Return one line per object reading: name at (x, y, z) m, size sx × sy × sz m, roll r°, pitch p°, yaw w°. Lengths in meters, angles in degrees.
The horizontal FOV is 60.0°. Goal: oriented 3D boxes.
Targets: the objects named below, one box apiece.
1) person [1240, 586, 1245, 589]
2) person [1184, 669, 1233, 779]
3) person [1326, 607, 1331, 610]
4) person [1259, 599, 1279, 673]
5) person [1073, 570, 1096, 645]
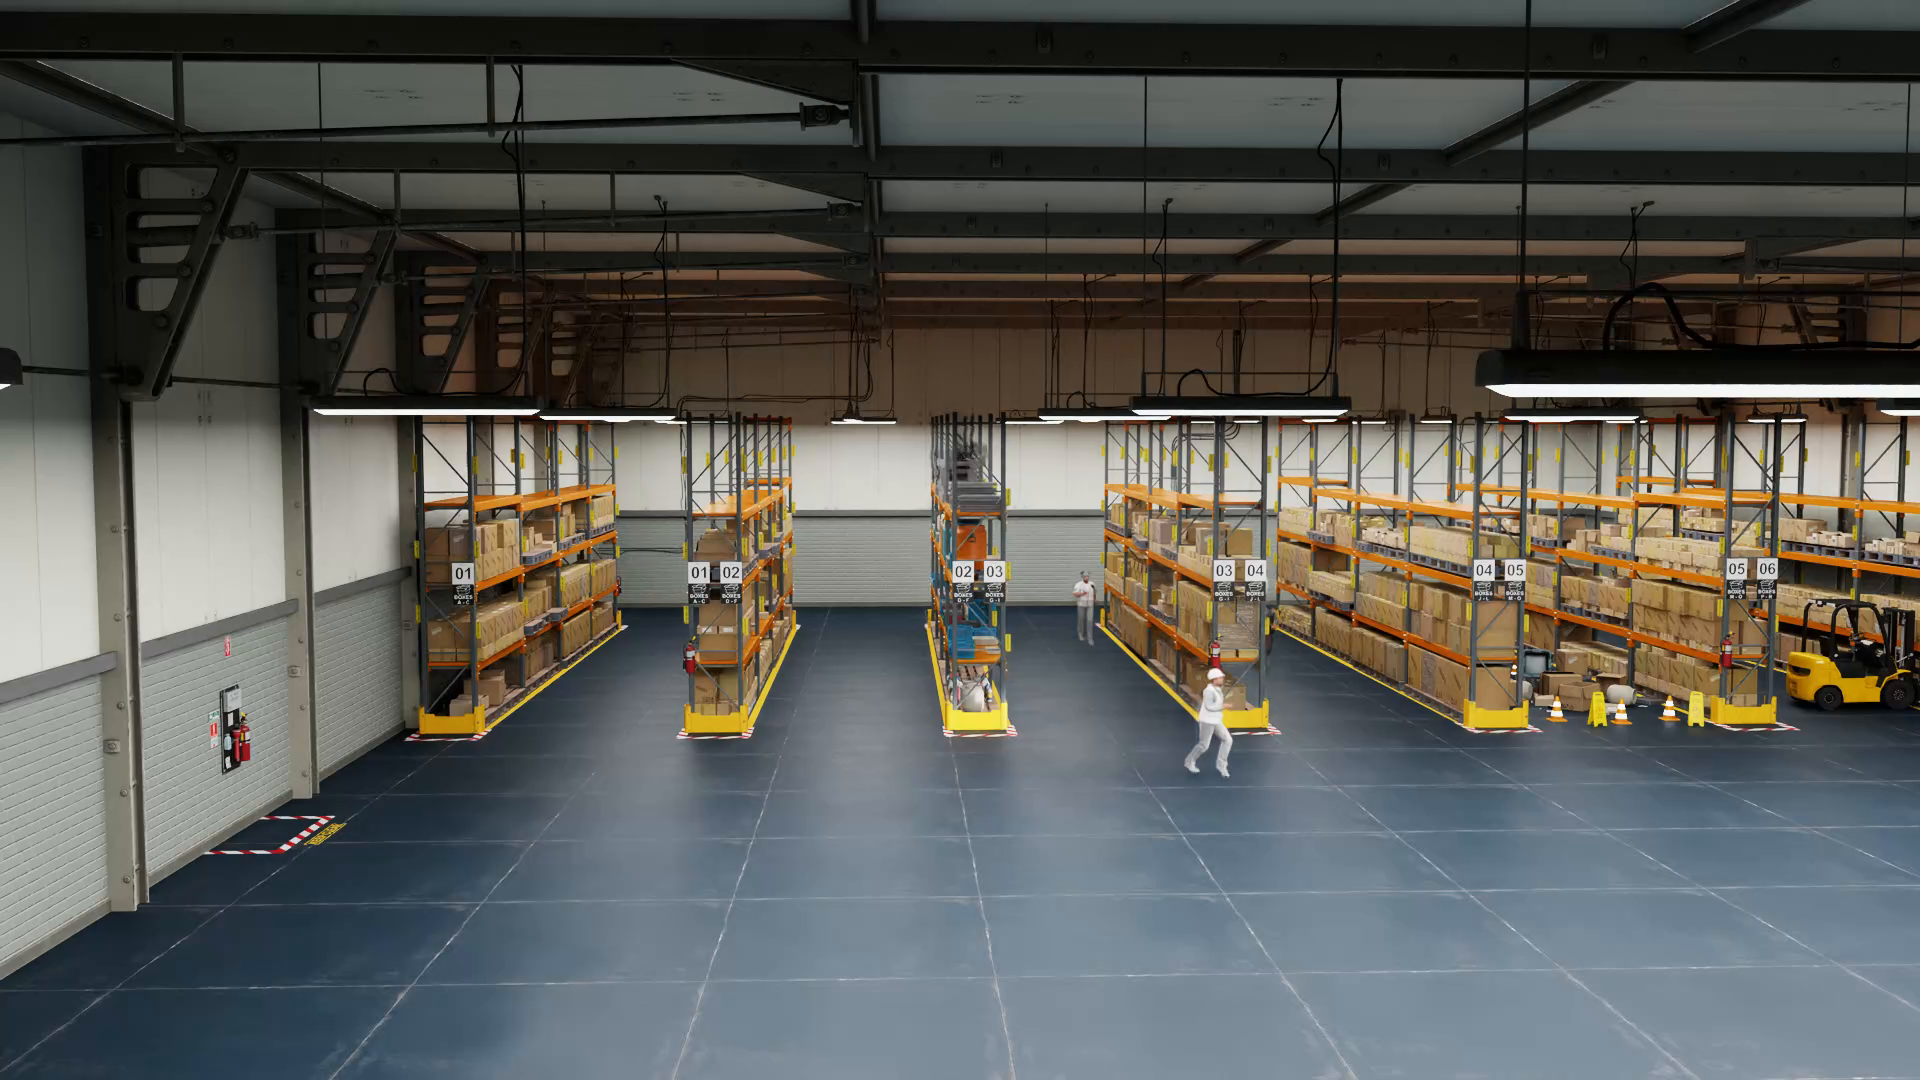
person at (8.444, 1.637, 48.676) m, size 0.513 × 1.603 × 0.713 m, roll -3°, pitch 5°, yaw -34°
person at (4.073, 2.995, 27.204) m, size 0.850 × 1.814 × 0.678 m, roll 2°, pitch 4°, yaw 28°
person at (10.903, 1.608, 48.132) m, size 0.619 × 1.737 × 0.863 m, roll -3°, pitch 5°, yaw -33°
person at (7.165, 2.220, 39.080) m, size 0.656 × 1.722 × 0.800 m, roll 0°, pitch 4°, yaw -1°
person at (3.168, 1.699, 42.010) m, size 0.624 × 1.865 × 0.734 m, roll -1°, pitch 4°, yaw -9°
